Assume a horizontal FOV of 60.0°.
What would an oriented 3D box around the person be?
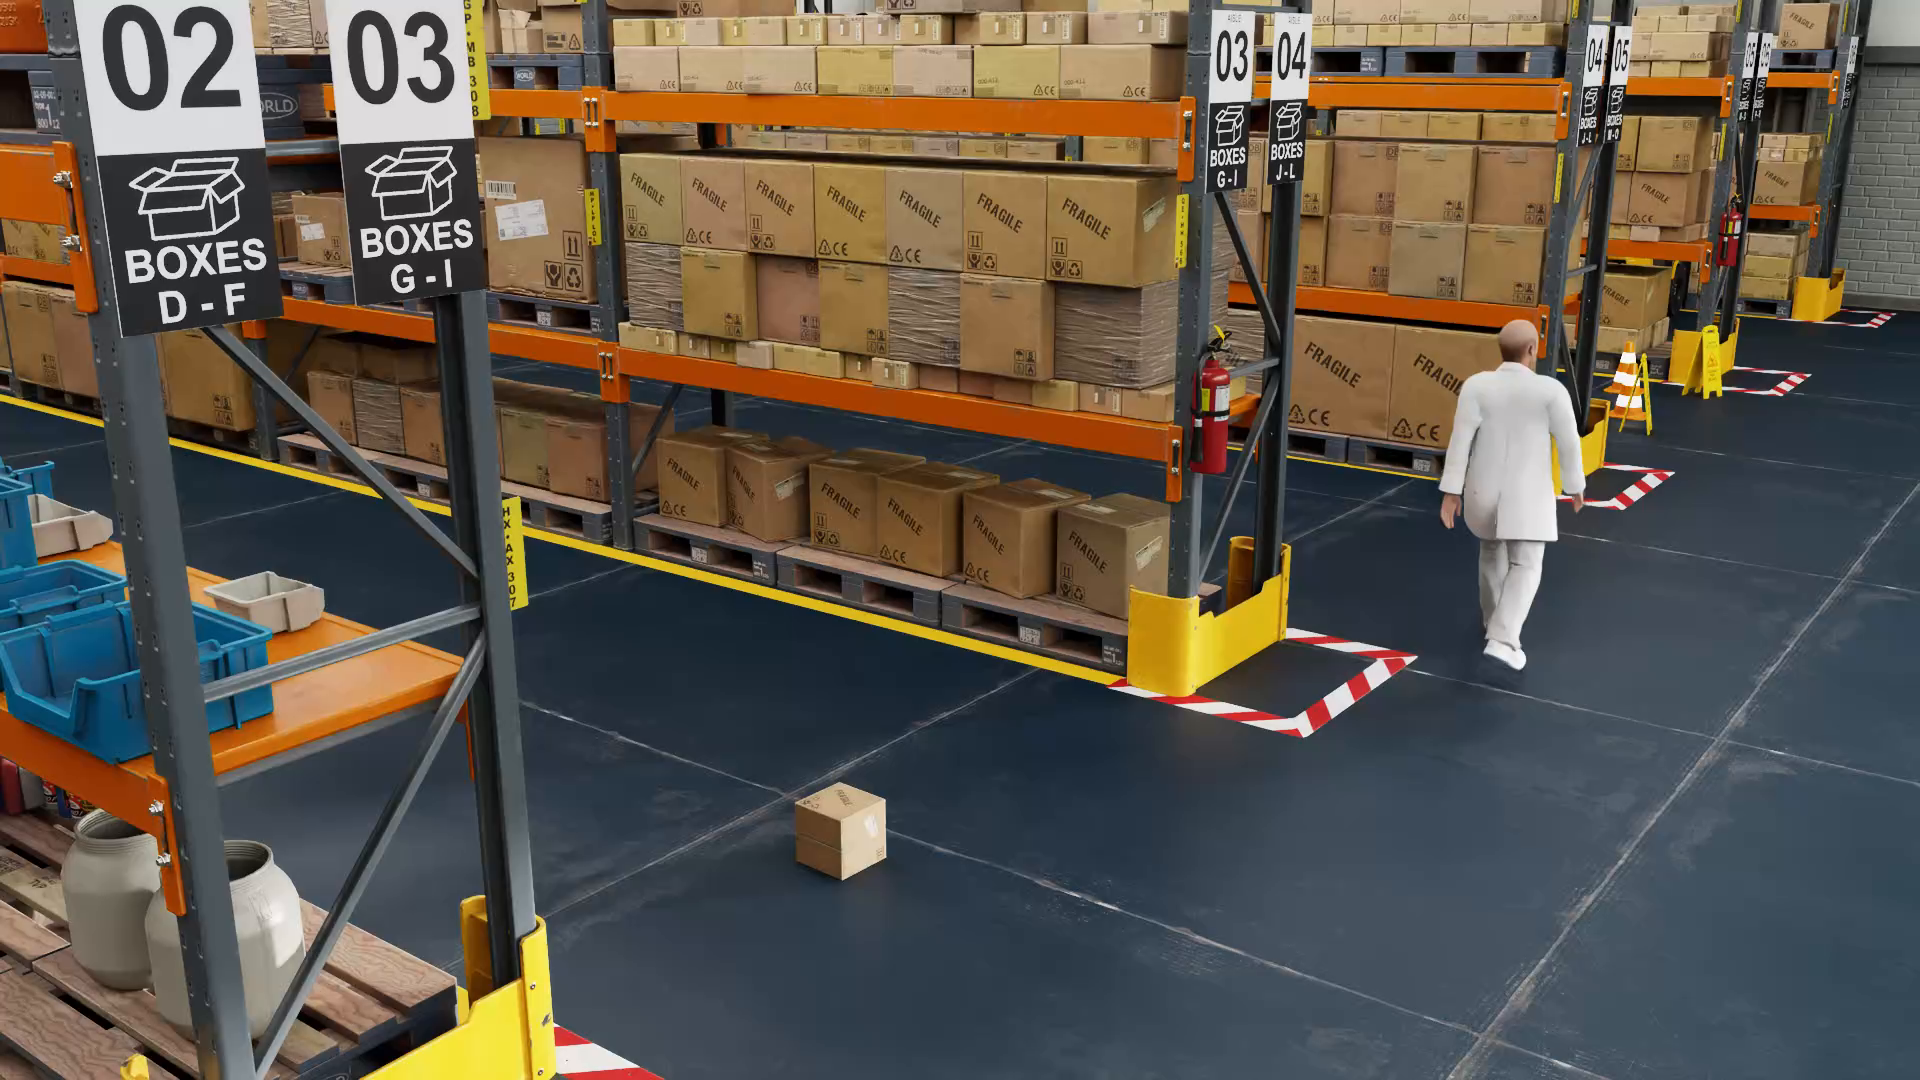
[{"bbox_3d":[2.773,-0.242,8.379,0.655,1.735,1.086,10,19,30],"label":"person"}]
